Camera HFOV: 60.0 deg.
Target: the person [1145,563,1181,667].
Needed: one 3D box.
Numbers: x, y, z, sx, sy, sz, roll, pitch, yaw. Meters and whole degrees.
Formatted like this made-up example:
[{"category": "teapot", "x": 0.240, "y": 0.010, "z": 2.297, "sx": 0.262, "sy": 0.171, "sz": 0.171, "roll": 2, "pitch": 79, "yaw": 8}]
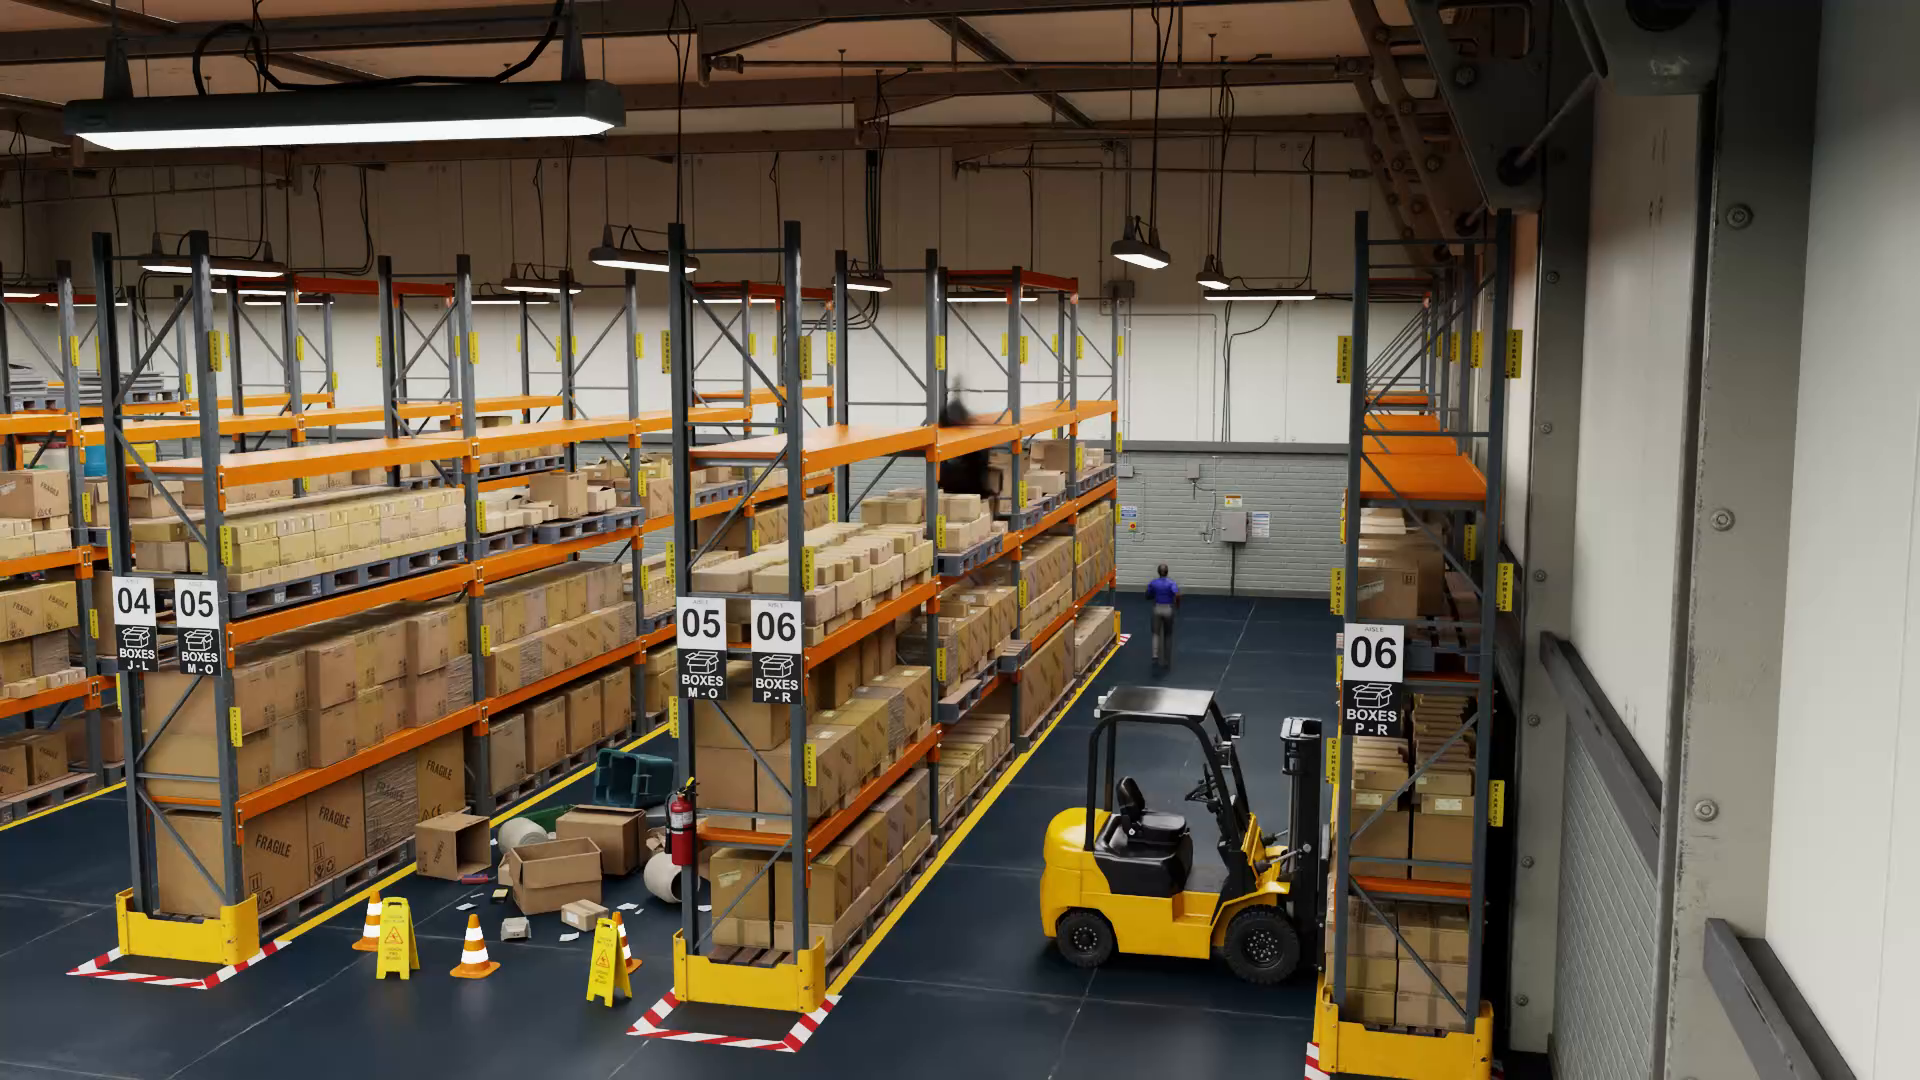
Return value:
[{"category": "person", "x": 3.166, "y": 1.220, "z": 25.944, "sx": 0.579, "sy": 1.538, "sz": 0.896, "roll": 1, "pitch": 7, "yaw": 11}]
